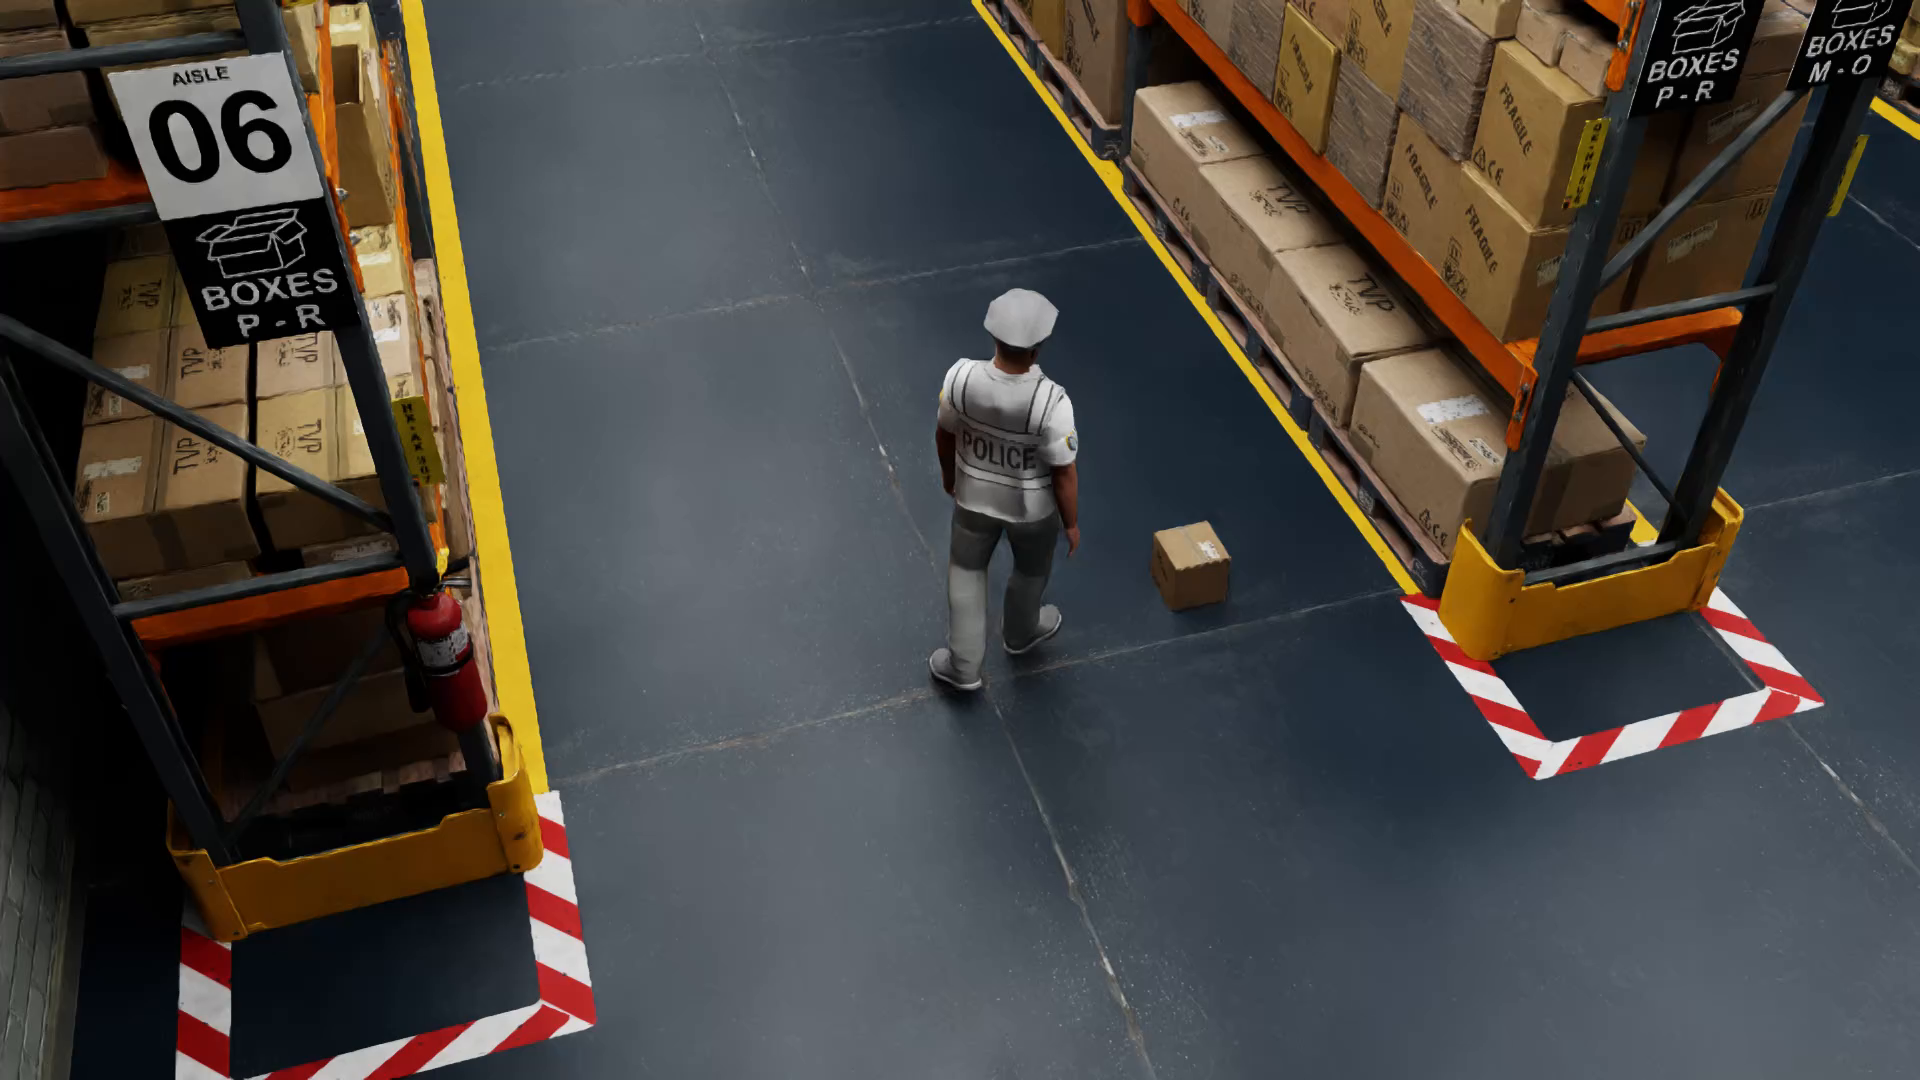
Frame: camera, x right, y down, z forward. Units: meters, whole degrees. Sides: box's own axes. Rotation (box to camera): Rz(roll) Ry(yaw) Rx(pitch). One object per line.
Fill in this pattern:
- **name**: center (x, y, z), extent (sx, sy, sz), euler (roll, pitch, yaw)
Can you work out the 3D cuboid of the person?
- **person**: center (0.181, -0.164, 6.329), extent (0.602, 1.757, 0.662), euler (14, 44, 15)
